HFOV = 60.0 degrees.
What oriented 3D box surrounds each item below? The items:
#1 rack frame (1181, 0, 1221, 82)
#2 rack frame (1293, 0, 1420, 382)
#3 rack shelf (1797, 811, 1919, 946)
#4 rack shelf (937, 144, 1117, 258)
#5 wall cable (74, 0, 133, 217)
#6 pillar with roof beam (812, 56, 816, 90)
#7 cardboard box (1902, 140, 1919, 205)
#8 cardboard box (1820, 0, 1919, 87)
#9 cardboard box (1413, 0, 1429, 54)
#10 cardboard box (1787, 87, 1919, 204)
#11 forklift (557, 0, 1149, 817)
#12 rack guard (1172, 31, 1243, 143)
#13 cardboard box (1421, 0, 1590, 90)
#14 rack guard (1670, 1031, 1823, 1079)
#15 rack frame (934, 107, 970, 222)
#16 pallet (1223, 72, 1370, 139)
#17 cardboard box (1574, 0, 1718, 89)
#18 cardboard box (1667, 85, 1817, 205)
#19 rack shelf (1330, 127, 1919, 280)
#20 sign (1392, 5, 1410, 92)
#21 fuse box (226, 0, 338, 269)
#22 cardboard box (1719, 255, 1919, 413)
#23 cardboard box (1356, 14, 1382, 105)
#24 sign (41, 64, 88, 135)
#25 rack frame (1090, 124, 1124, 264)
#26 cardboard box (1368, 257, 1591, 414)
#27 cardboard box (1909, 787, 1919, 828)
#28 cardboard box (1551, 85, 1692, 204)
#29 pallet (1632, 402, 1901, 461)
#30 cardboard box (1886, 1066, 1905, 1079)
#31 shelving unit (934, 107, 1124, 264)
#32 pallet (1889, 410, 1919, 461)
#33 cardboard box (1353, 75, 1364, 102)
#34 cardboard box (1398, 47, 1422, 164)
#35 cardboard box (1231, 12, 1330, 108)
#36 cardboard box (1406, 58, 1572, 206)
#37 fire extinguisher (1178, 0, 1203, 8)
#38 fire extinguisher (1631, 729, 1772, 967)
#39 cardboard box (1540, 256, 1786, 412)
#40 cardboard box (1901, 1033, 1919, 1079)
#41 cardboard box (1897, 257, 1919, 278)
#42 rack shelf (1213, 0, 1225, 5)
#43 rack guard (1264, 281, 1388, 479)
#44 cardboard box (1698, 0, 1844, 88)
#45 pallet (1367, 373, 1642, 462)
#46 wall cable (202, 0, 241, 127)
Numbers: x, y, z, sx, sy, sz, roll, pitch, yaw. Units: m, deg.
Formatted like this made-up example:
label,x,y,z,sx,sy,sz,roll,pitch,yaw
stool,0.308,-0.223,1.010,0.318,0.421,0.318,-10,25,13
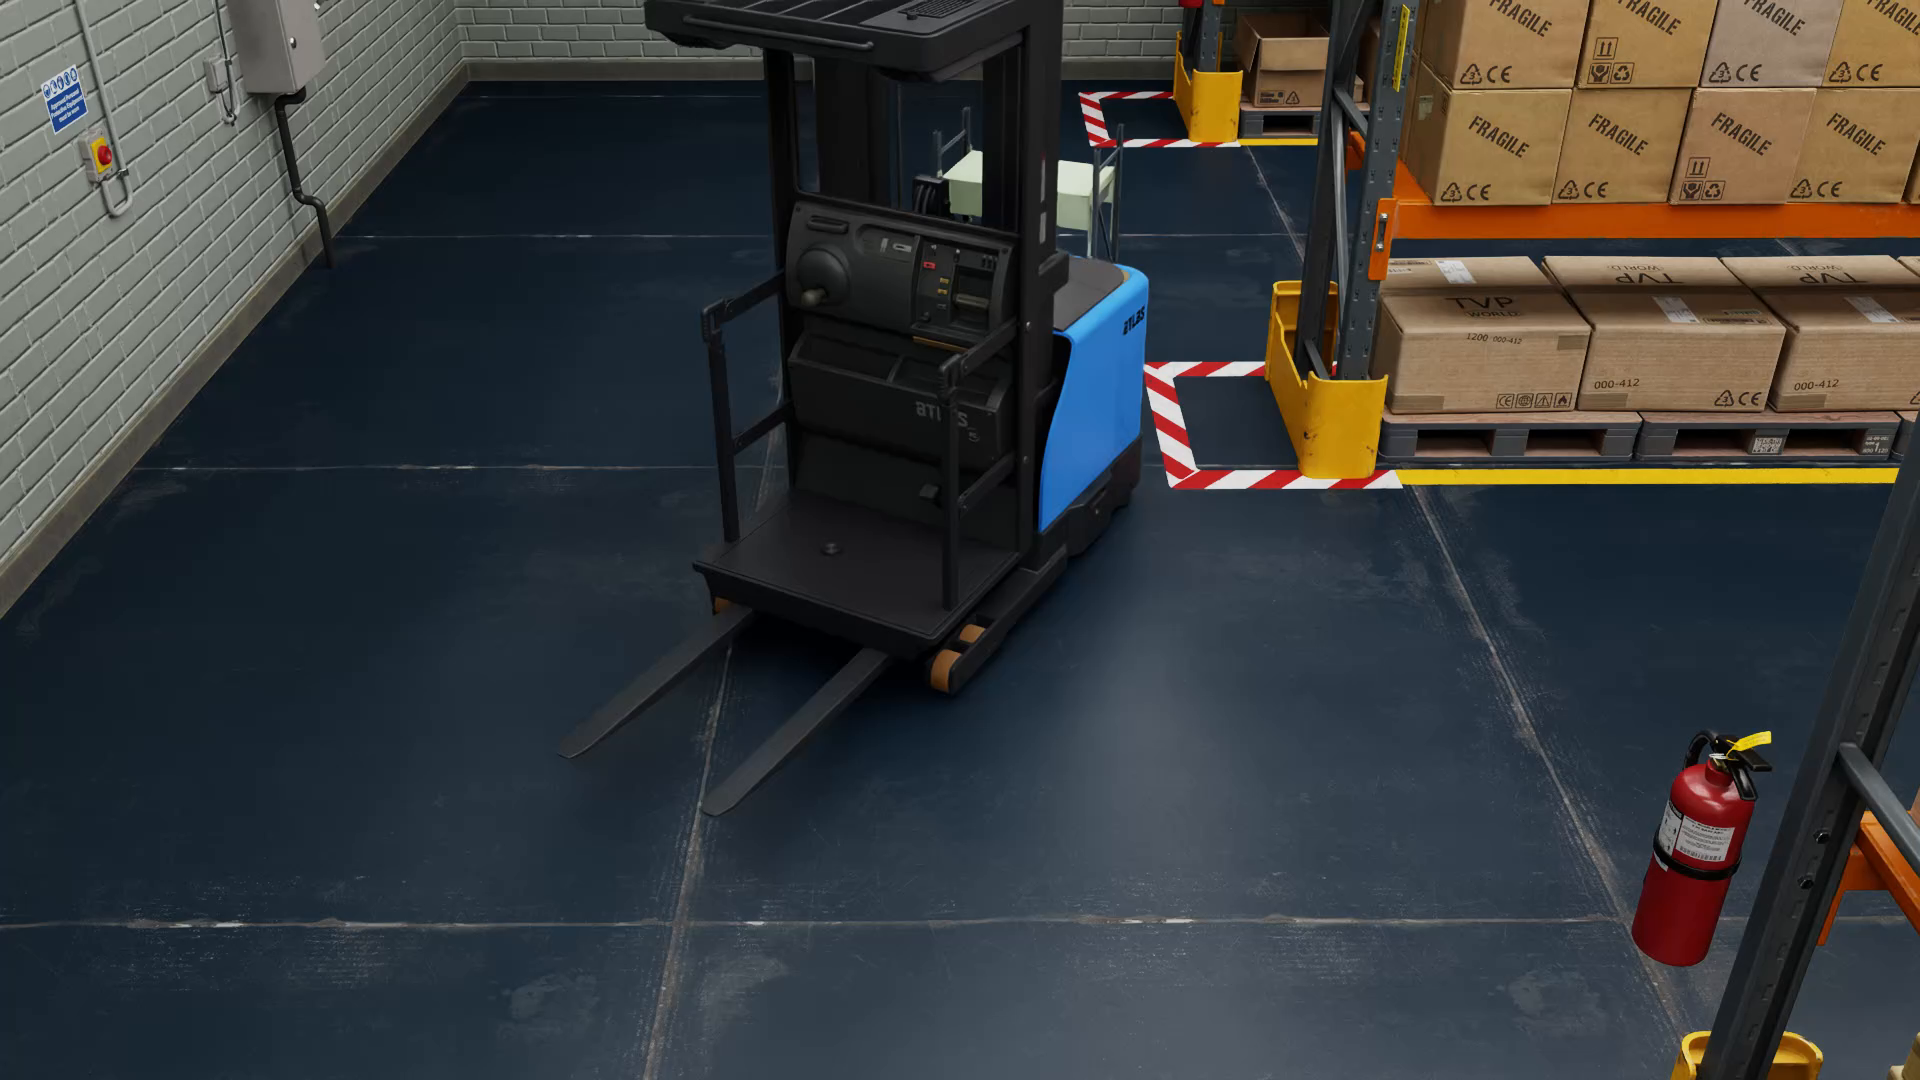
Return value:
label,x,y,z,sx,sy,sz,roll,pitch,yaw
rack frame,1.749,-4.443,11.682,0.127,3.000,1.000,0,31,0
rack frame,1.782,-1.869,7.438,0.127,3.000,1.000,0,31,0
rack shelf,3.913,1.000,3.404,4.000,0.370,1.077,0,31,0
rack shelf,0.309,-1.514,7.544,0.720,0.370,0.431,11,33,18
wall cable,-3.856,-2.287,7.118,0.123,1.953,0.585,0,31,0
pillar with roof beam,-0.927,-5.234,7.202,0.400,9.000,9.100,0,31,0
cardboard box,4.303,-1.776,7.190,0.500,0.500,0.500,-1,31,-1
cardboard box,3.794,-2.206,6.933,0.500,0.500,0.500,0,31,0
cardboard box,2.263,-2.464,7.359,0.500,0.500,0.500,1,31,1
cardboard box,3.779,-1.783,7.200,0.500,0.500,0.500,1,31,1
forklift,-0.339,-0.942,5.976,1.130,2.935,3.031,16,35,25
rack guard,1.825,-3.375,12.331,0.348,0.500,1.175,0,31,0
cardboard box,2.264,-2.193,6.912,0.500,0.500,0.500,-1,31,-1
rack guard,1.989,1.767,3.856,0.348,0.500,1.175,0,31,0
rack frame,-0.033,-1.249,7.860,0.023,1.500,0.400,11,33,18
pallet,2.622,-3.254,12.411,1.213,0.211,1.003,0,31,0
cardboard box,2.781,-2.198,6.921,0.500,0.500,0.500,-1,31,-2
cardboard box,3.279,-1.772,7.183,0.500,0.500,0.500,0,31,-1
rack shelf,3.782,-1.567,7.635,4.000,0.370,1.077,0,31,0
sign,1.780,-1.985,6.719,0.005,0.325,0.100,0,31,0
fuse box,-3.723,-2.378,9.520,0.414,1.711,0.539,0,31,0
cardboard box,4.259,-1.016,8.098,0.875,0.438,0.875,-1,31,-2
cardboard box,3.216,-3.490,12.115,0.500,0.500,0.700,1,31,2
sign,-3.917,-1.929,7.278,0.001,0.218,0.327,0,31,0
rack frame,0.652,-1.115,7.639,0.023,1.500,0.400,11,33,18
cardboard box,2.442,-1.007,8.083,0.875,0.438,0.875,-1,31,-2
cardboard box,2.238,0.658,3.515,0.250,0.149,0.380,0,31,0
cardboard box,2.770,-1.780,7.196,0.500,0.500,0.500,-1,31,-1
pallet,3.798,-0.722,8.236,1.213,0.211,1.003,0,31,0
cardboard box,2.439,1.461,4.007,0.250,0.149,0.380,-1,31,-2
shelving unit,0.310,-1.182,7.749,0.755,1.500,0.431,11,33,18
pallet,5.022,-0.727,8.245,1.213,0.211,1.003,0,31,0
cardboard box,2.786,-3.338,12.204,0.250,0.149,0.380,-1,31,-2
cardboard box,2.263,-2.050,7.641,0.500,0.500,0.500,0,31,0
cardboard box,2.361,-3.508,12.143,0.637,0.503,0.797,-1,31,-2
cardboard box,2.264,-1.764,7.169,0.500,0.500,0.500,0,31,-1
fire extinguisher,1.605,-4.011,11.403,0.183,0.674,0.296,0,31,0
fire extinguisher,1.659,0.652,3.717,0.183,0.674,0.296,0,31,0
cardboard box,3.357,-1.014,8.095,0.875,0.438,0.875,1,31,1
cardboard box,2.441,1.350,3.903,0.250,0.149,0.380,0,31,0
cardboard box,5.154,-1.019,8.103,0.875,0.438,0.875,-1,31,-1
rack shelf,3.749,-4.142,11.879,4.000,0.370,1.077,0,31,0
rack guard,1.758,-0.800,8.087,0.348,0.500,1.175,0,31,0
cardboard box,3.296,-2.204,6.930,0.500,0.500,0.500,0,31,-1
pallet,2.582,-0.720,8.233,1.213,0.211,1.003,0,31,0
wall cable,-3.876,-3.009,8.338,0.122,1.984,0.588,0,31,0
